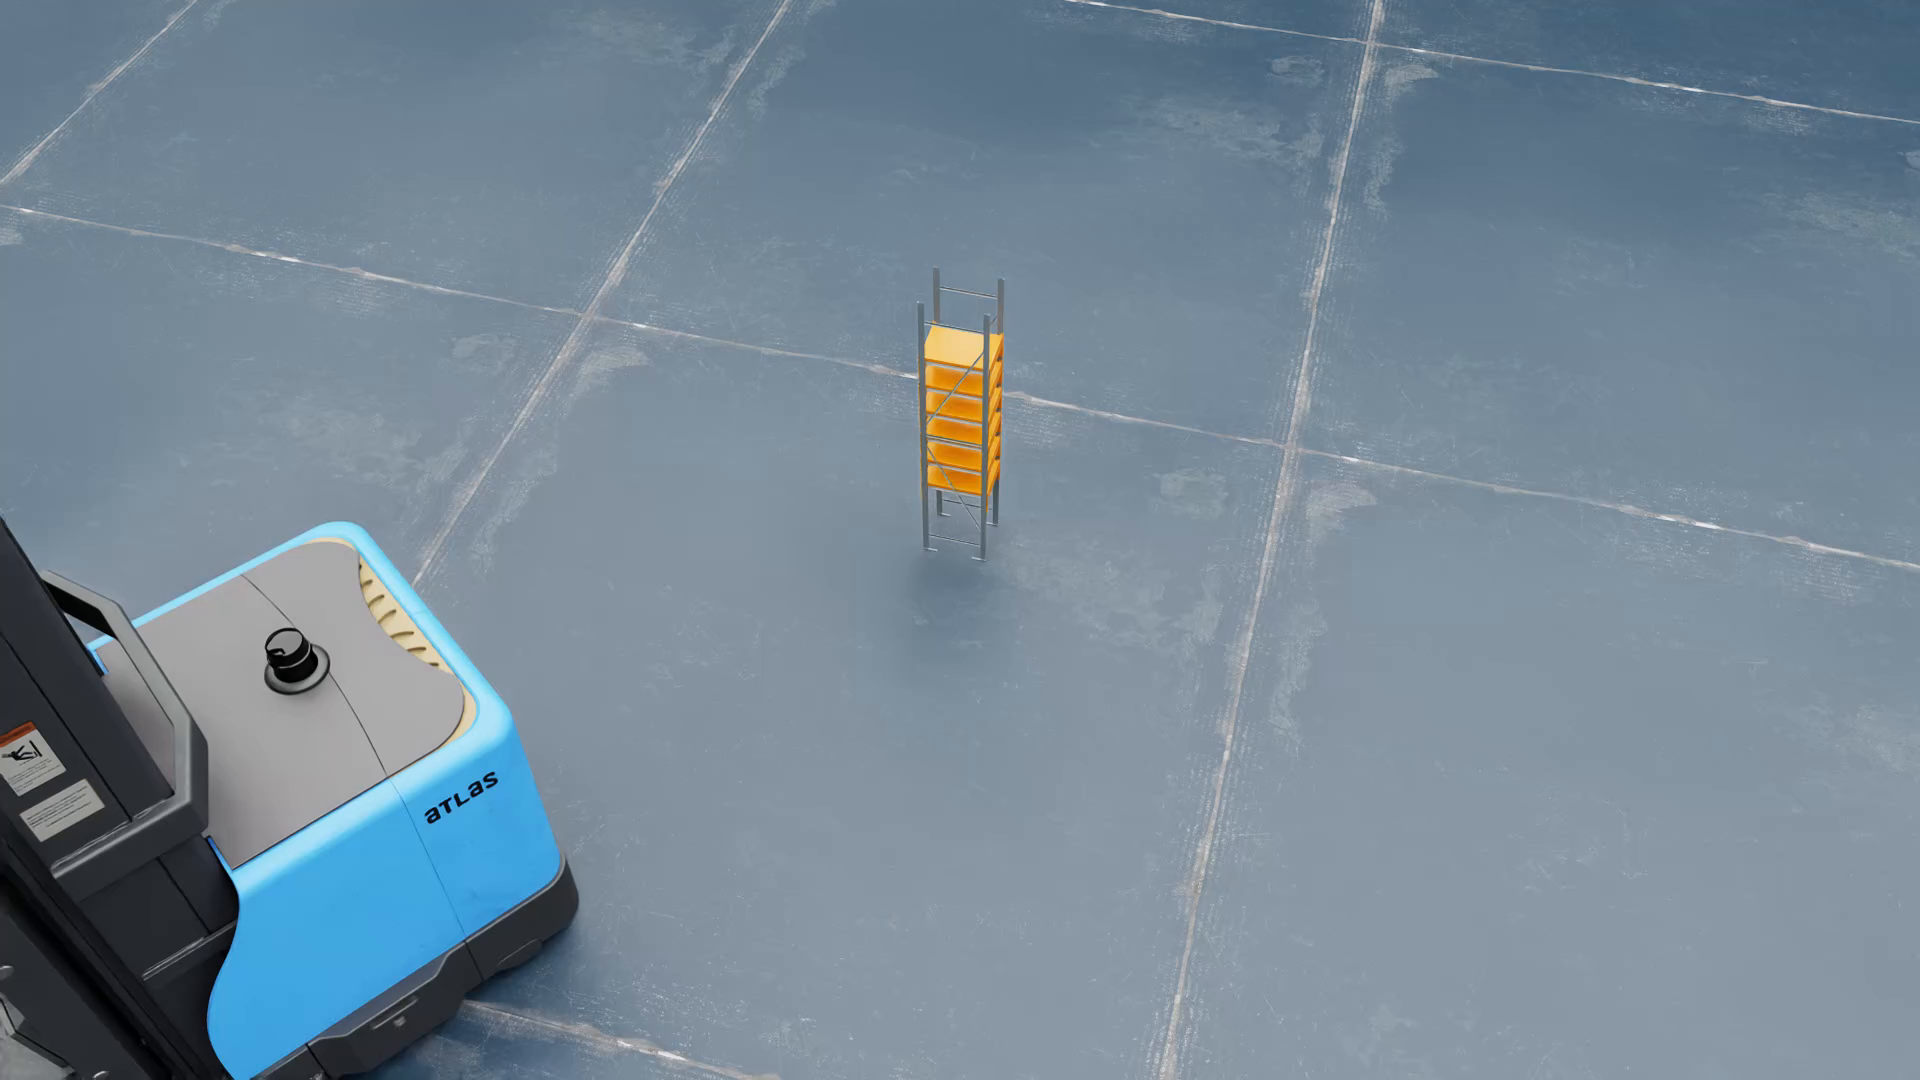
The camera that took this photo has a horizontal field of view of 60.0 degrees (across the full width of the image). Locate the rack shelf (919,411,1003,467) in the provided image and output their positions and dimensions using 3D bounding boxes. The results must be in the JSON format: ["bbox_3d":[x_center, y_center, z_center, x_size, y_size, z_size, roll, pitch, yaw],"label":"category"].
[{"bbox_3d":[0.004,-0.378,5.843,0.258,0.103,0.180,12,50,10],"label":"rack shelf"}]

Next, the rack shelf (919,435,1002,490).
[{"bbox_3d":[0.004,-0.299,5.933,0.258,0.103,0.180,12,50,10],"label":"rack shelf"}]

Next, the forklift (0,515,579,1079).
[{"bbox_3d":[-2.636,0.646,3.725,3.031,2.935,1.130,-32,56,-25],"label":"forklift"}]

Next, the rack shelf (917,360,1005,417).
[{"bbox_3d":[0.004,-0.537,5.663,0.258,0.103,0.180,12,50,10],"label":"rack shelf"}]

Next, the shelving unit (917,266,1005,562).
[{"bbox_3d":[0.004,-0.407,5.809,0.258,1.200,0.189,12,50,10],"label":"shelving unit"}]

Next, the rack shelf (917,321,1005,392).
[{"bbox_3d":[0.004,-0.616,5.573,0.258,0.103,0.180,12,50,10],"label":"rack shelf"}]

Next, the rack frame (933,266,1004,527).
[{"bbox_3d":[0.028,-0.474,5.868,0.240,1.200,0.006,12,50,10],"label":"rack frame"}]

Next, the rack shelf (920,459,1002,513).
[{"bbox_3d":[0.004,-0.219,6.023,0.258,0.103,0.180,12,50,10],"label":"rack shelf"}]

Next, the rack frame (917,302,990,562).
[{"bbox_3d":[-0.020,-0.341,5.751,0.240,1.200,0.006,12,50,10],"label":"rack frame"}]

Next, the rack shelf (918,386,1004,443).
[{"bbox_3d":[0.004,-0.458,5.753,0.258,0.103,0.180,12,50,10],"label":"rack shelf"}]
